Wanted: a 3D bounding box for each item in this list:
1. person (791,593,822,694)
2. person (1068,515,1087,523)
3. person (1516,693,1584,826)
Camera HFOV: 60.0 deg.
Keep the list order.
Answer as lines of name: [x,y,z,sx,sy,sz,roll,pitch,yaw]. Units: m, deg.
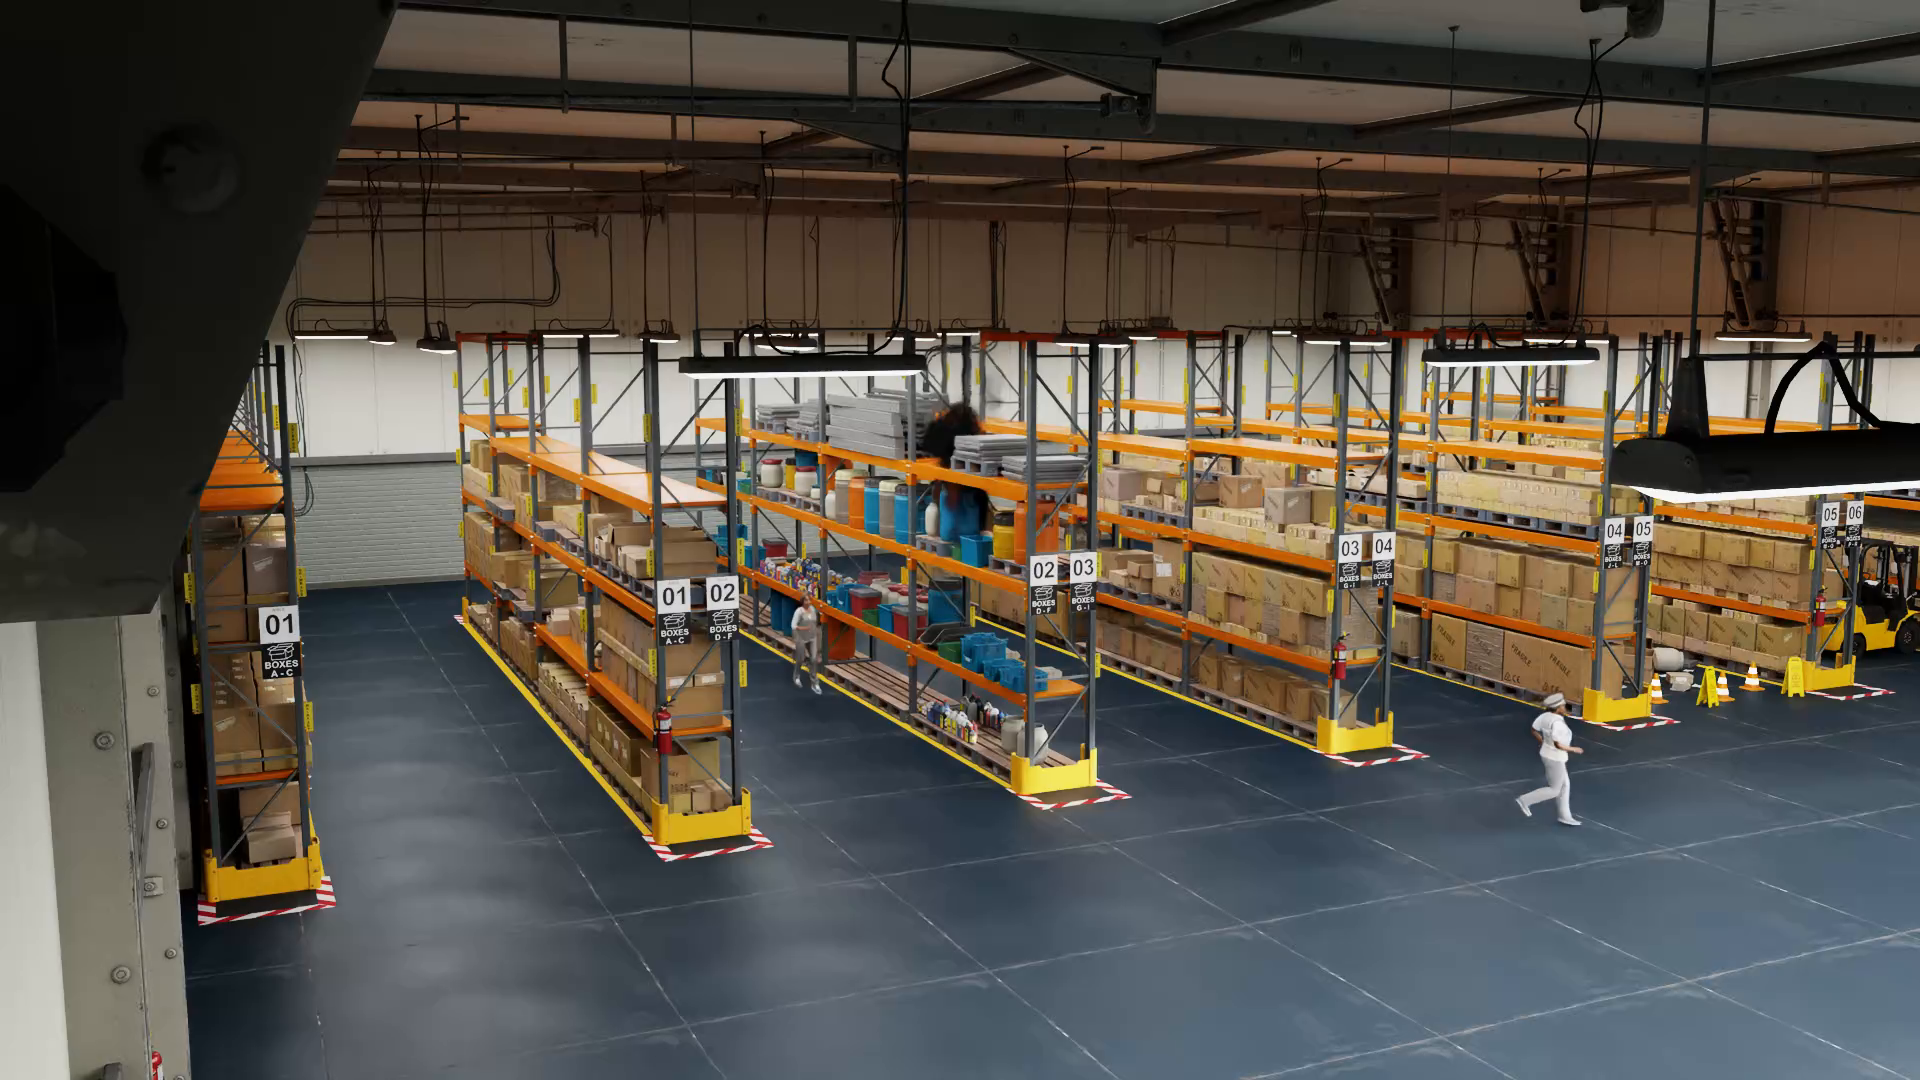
person: [-2.493,1.649,26.962,0.537,1.607,0.842,-5,9,-31]
person: [2.849,-0.131,41.726,0.906,1.697,0.718,-1,8,-8]
person: [7.367,2.734,20.669,0.802,1.700,0.579,0,8,0]
